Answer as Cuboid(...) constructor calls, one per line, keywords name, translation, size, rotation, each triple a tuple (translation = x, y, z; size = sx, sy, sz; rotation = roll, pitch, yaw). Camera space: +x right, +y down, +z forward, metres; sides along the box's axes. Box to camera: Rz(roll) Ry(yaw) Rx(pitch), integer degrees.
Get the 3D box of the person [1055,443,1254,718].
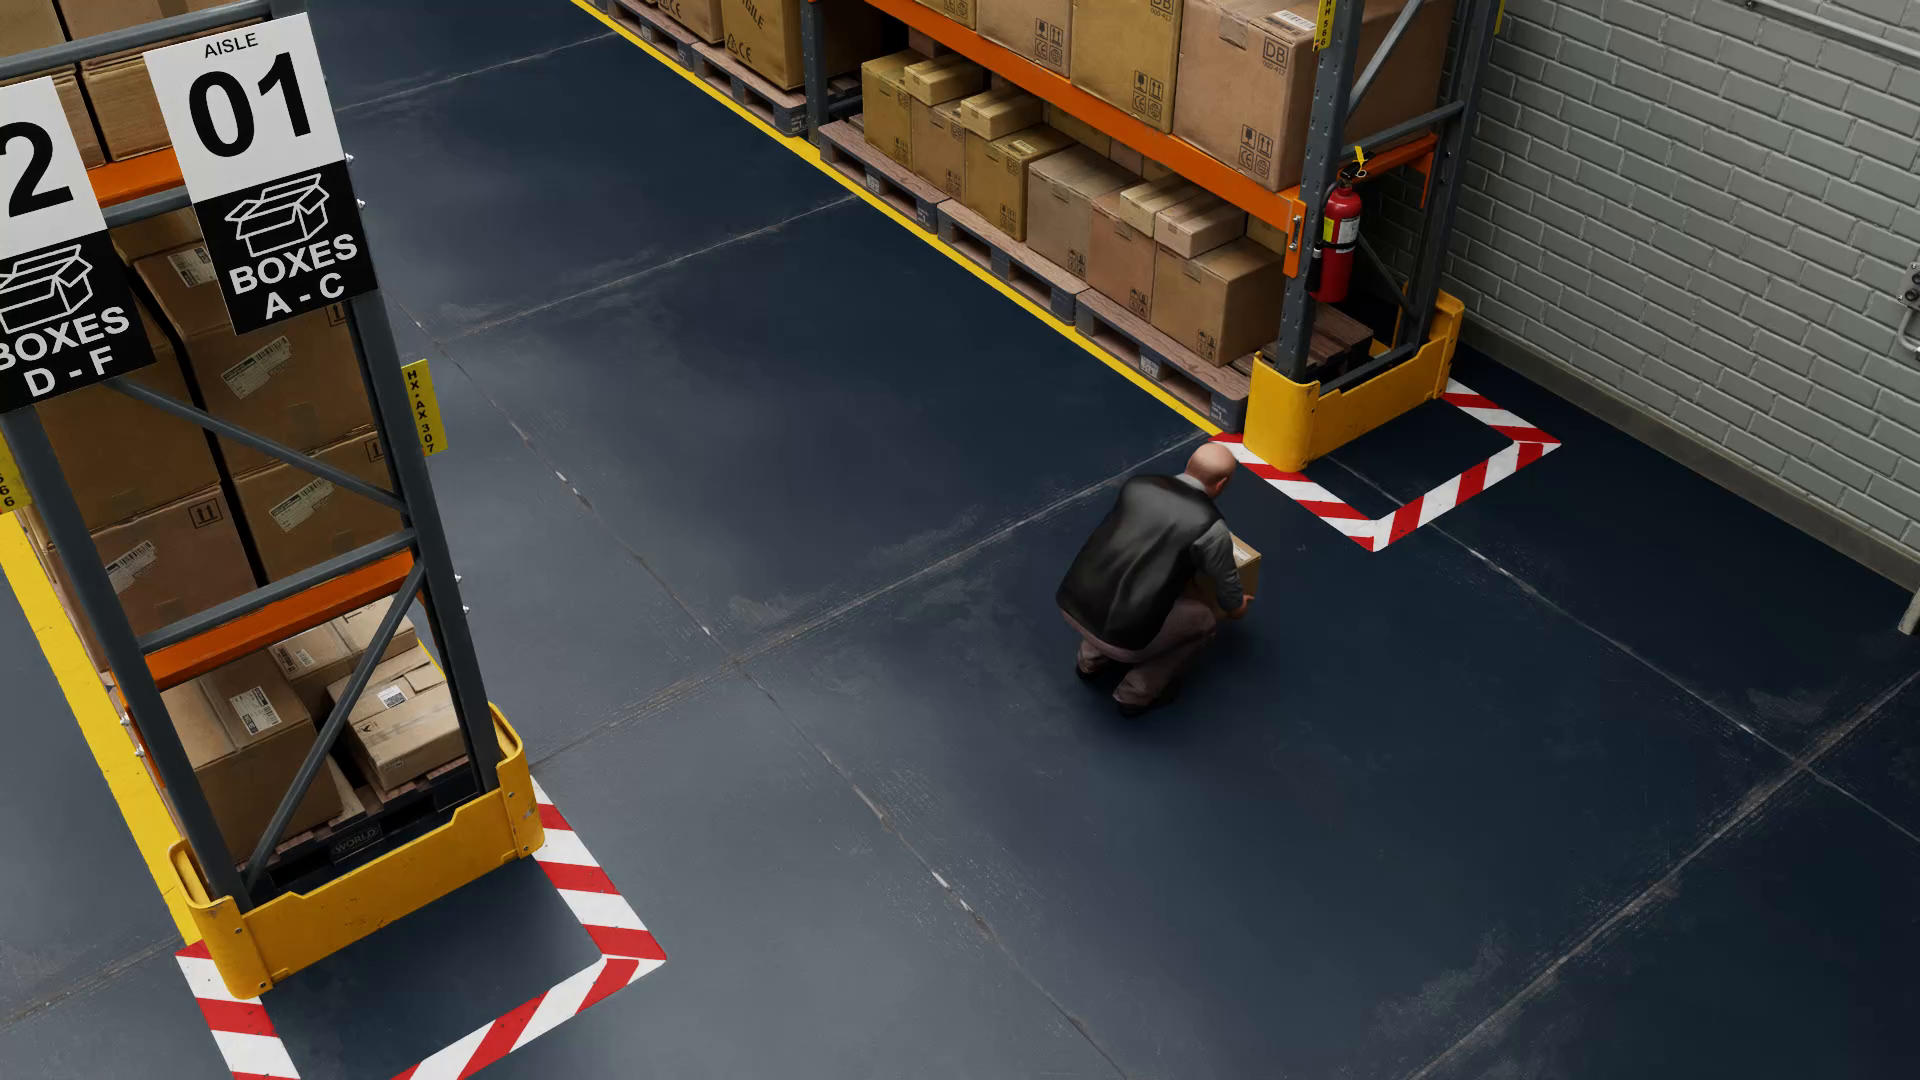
Cuboid(name="person", translation=(0.780, 0.154, 6.588), size=(0.883, 0.969, 0.516), rotation=(-27, 47, -29))
